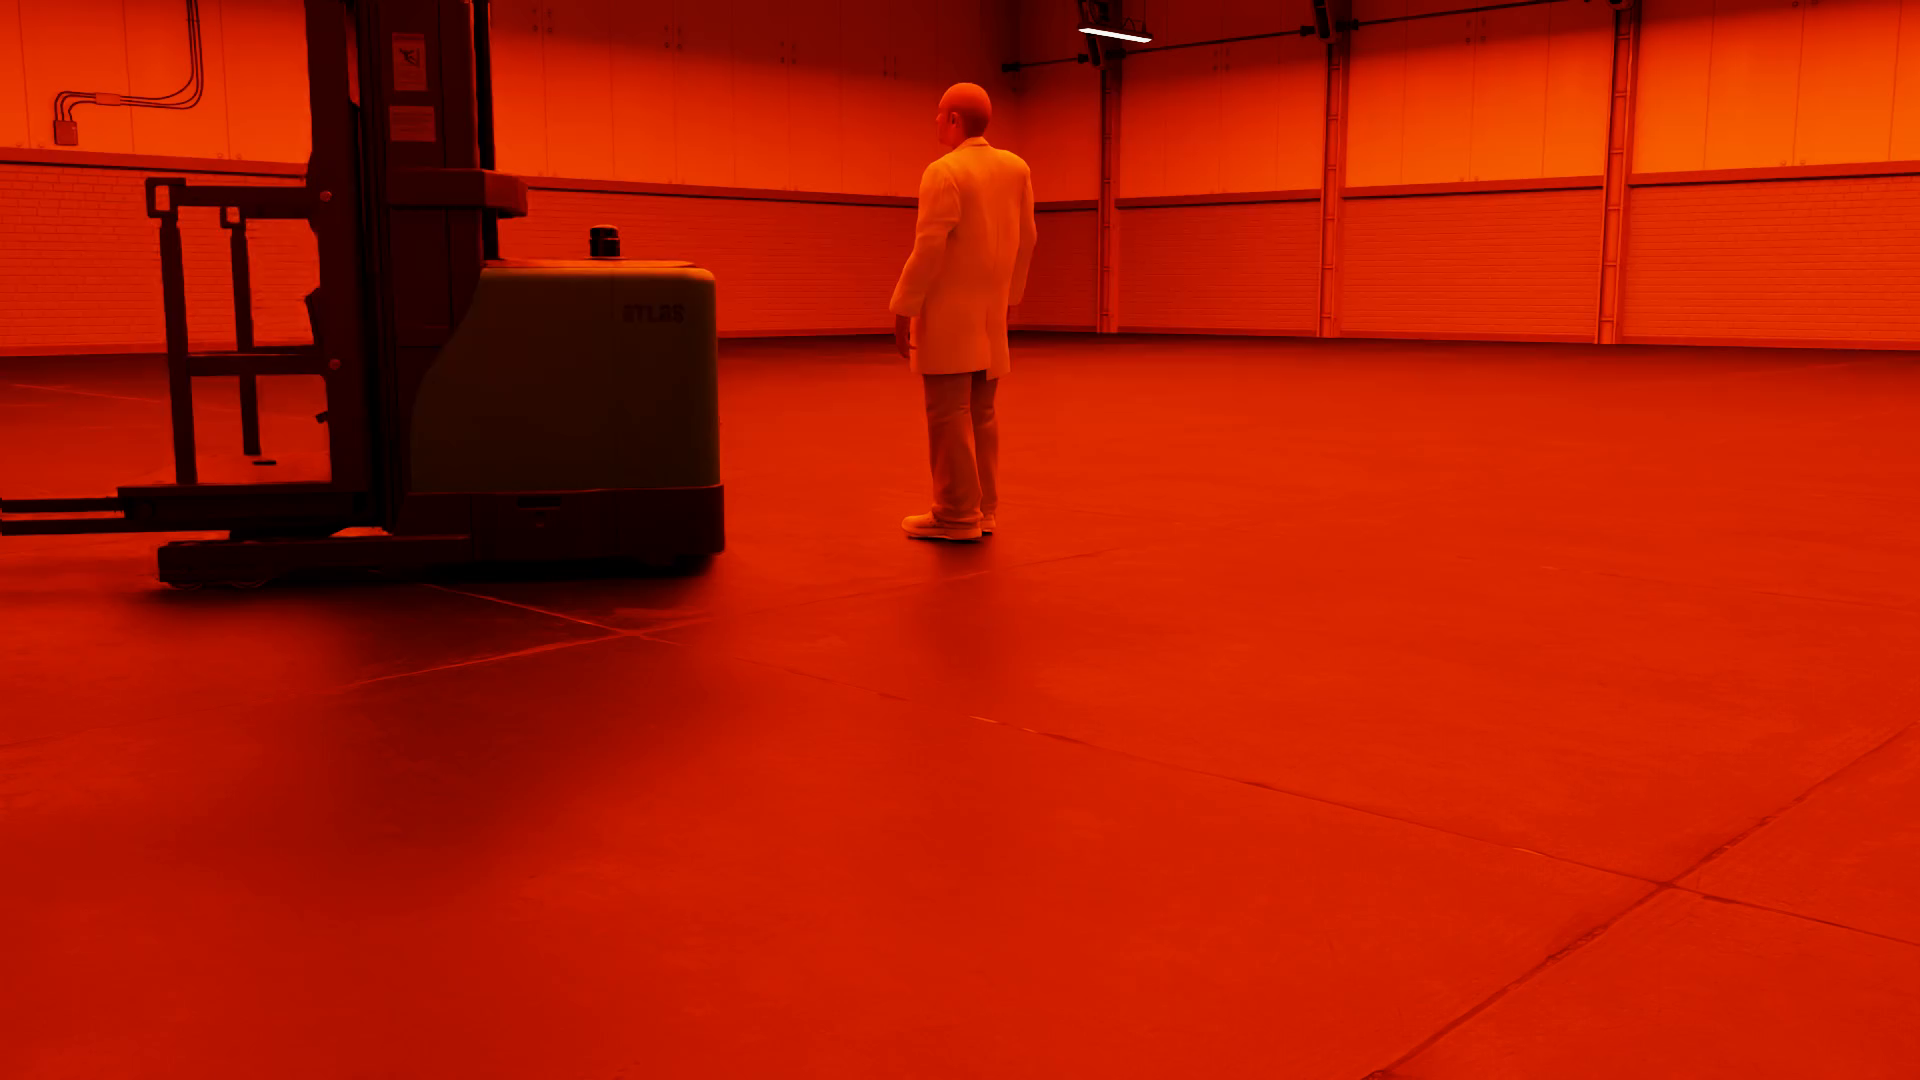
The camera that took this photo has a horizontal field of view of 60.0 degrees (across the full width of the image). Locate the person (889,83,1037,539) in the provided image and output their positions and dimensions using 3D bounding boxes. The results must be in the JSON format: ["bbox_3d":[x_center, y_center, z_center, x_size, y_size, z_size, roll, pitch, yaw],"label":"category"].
[{"bbox_3d":[-0.062,-0.896,6.650,0.579,1.775,0.696,8,12,43],"label":"person"}]

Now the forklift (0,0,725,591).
[{"bbox_3d":[-2.417,-1.362,5.922,3.031,2.935,1.130,-2,9,-11],"label":"forklift"}]
